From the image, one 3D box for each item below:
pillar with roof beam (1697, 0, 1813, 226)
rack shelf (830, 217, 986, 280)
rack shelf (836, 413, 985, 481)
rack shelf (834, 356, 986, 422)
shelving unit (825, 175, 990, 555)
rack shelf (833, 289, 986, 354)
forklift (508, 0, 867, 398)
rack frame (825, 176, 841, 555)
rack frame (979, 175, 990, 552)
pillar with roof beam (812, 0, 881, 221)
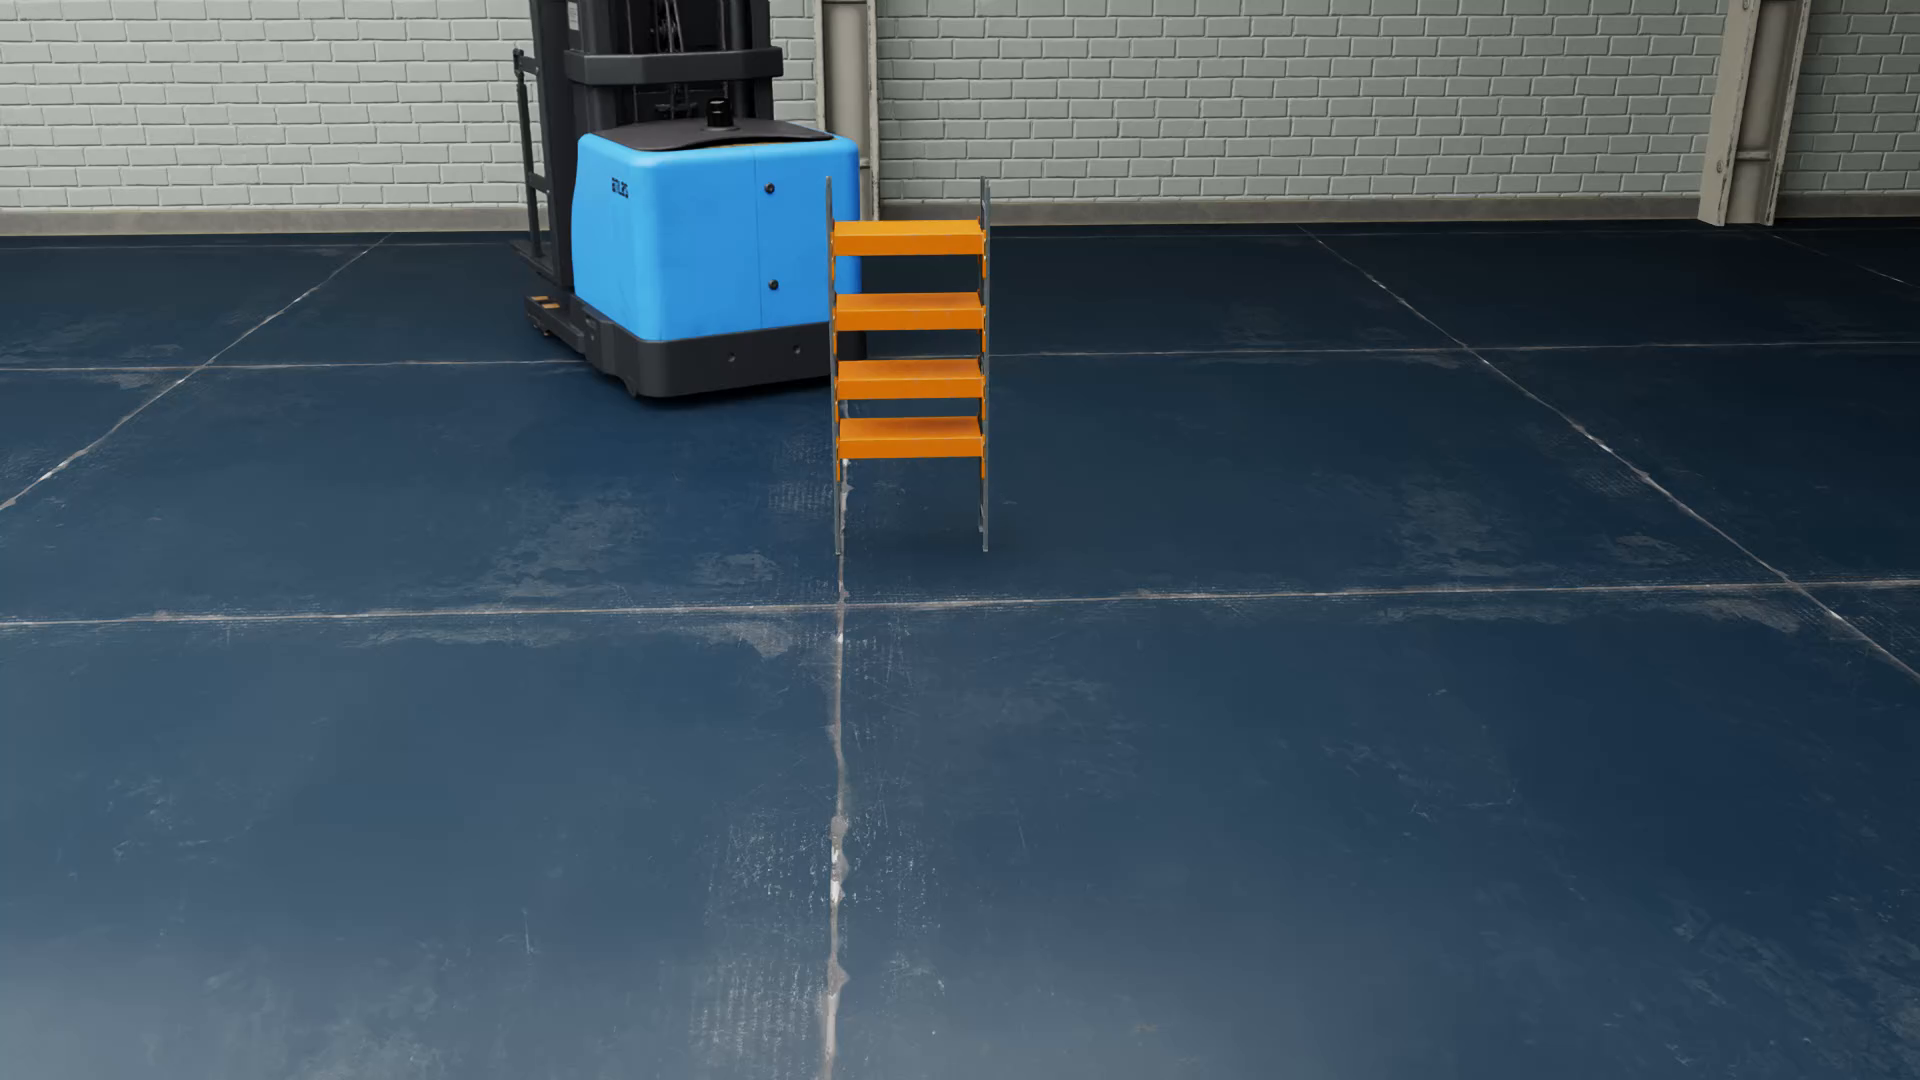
[{"bbox_3d":[5.511,-4.842,5.693,0.400,9.000,9.100,-1,21,-3],"label":"pillar with roof beam"},{"bbox_3d":[-0.165,-0.925,5.259,0.480,0.148,0.258,-1,21,-3],"label":"rack shelf"},{"bbox_3d":[-0.165,-0.309,5.493,0.480,0.148,0.258,-1,21,-3],"label":"rack shelf"},{"bbox_3d":[-0.165,-0.495,5.423,0.480,0.148,0.258,-1,21,-3],"label":"rack shelf"},{"bbox_3d":[-0.165,-0.557,5.399,0.503,1.200,0.258,-1,21,-3],"label":"shelving unit"},{"bbox_3d":[-0.165,-0.704,5.343,0.480,0.148,0.258,-1,21,-3],"label":"rack shelf"},{"bbox_3d":[-1.558,-2.451,7.938,1.130,2.935,3.031,-11,23,-26],"label":"forklift"},{"bbox_3d":[-0.409,-0.552,5.386,0.015,1.200,0.240,-1,21,-3],"label":"rack frame"},{"bbox_3d":[0.078,-0.562,5.412,0.015,1.200,0.240,-1,21,-3],"label":"rack frame"},{"bbox_3d":[-0.479,-4.721,5.372,0.400,9.000,9.100,-1,21,-3],"label":"pillar with roof beam"}]
